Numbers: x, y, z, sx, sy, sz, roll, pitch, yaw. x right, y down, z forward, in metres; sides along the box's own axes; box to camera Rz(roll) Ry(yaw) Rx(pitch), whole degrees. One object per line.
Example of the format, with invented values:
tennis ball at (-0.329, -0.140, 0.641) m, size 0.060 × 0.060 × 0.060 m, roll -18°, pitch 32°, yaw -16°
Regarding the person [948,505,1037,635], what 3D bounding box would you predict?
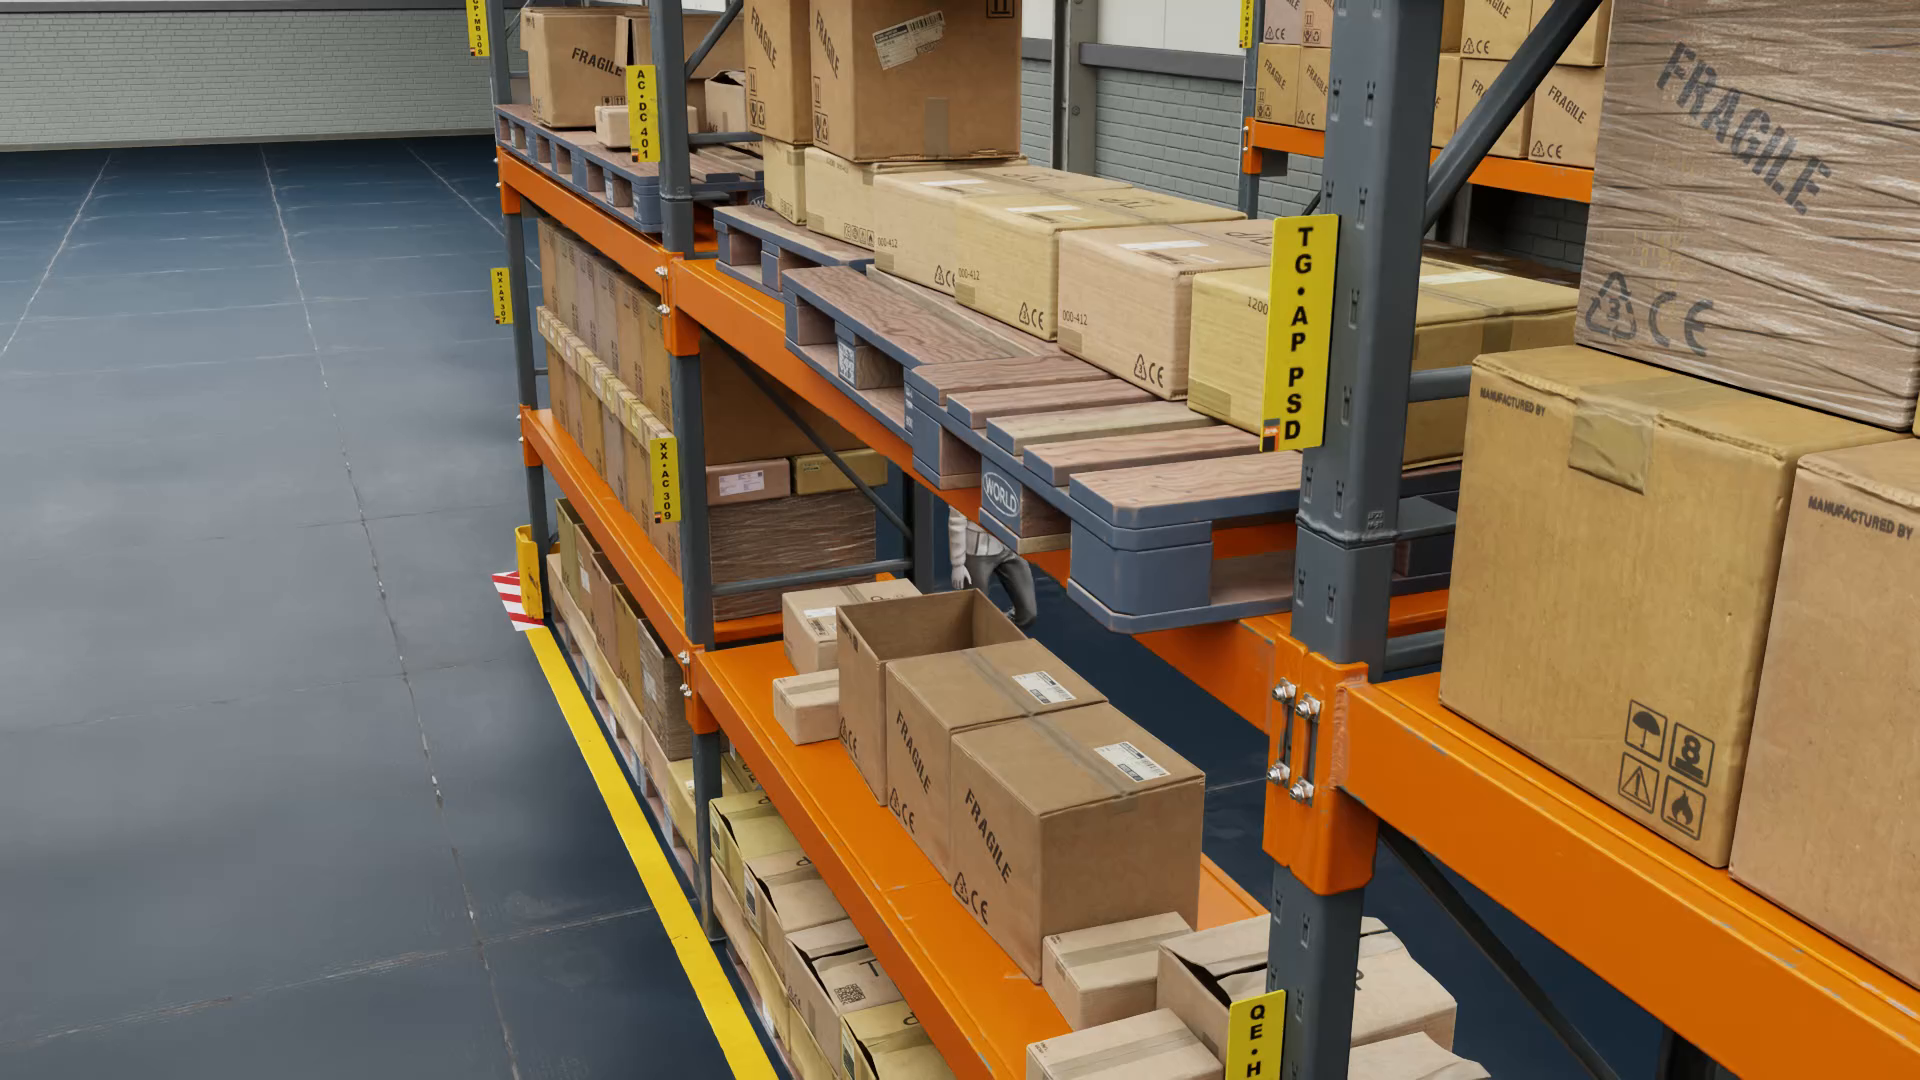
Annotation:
person at (0.155, 0.056, 8.838) m, size 0.553 × 1.655 × 0.418 m, roll -13°, pitch 23°, yaw -33°
